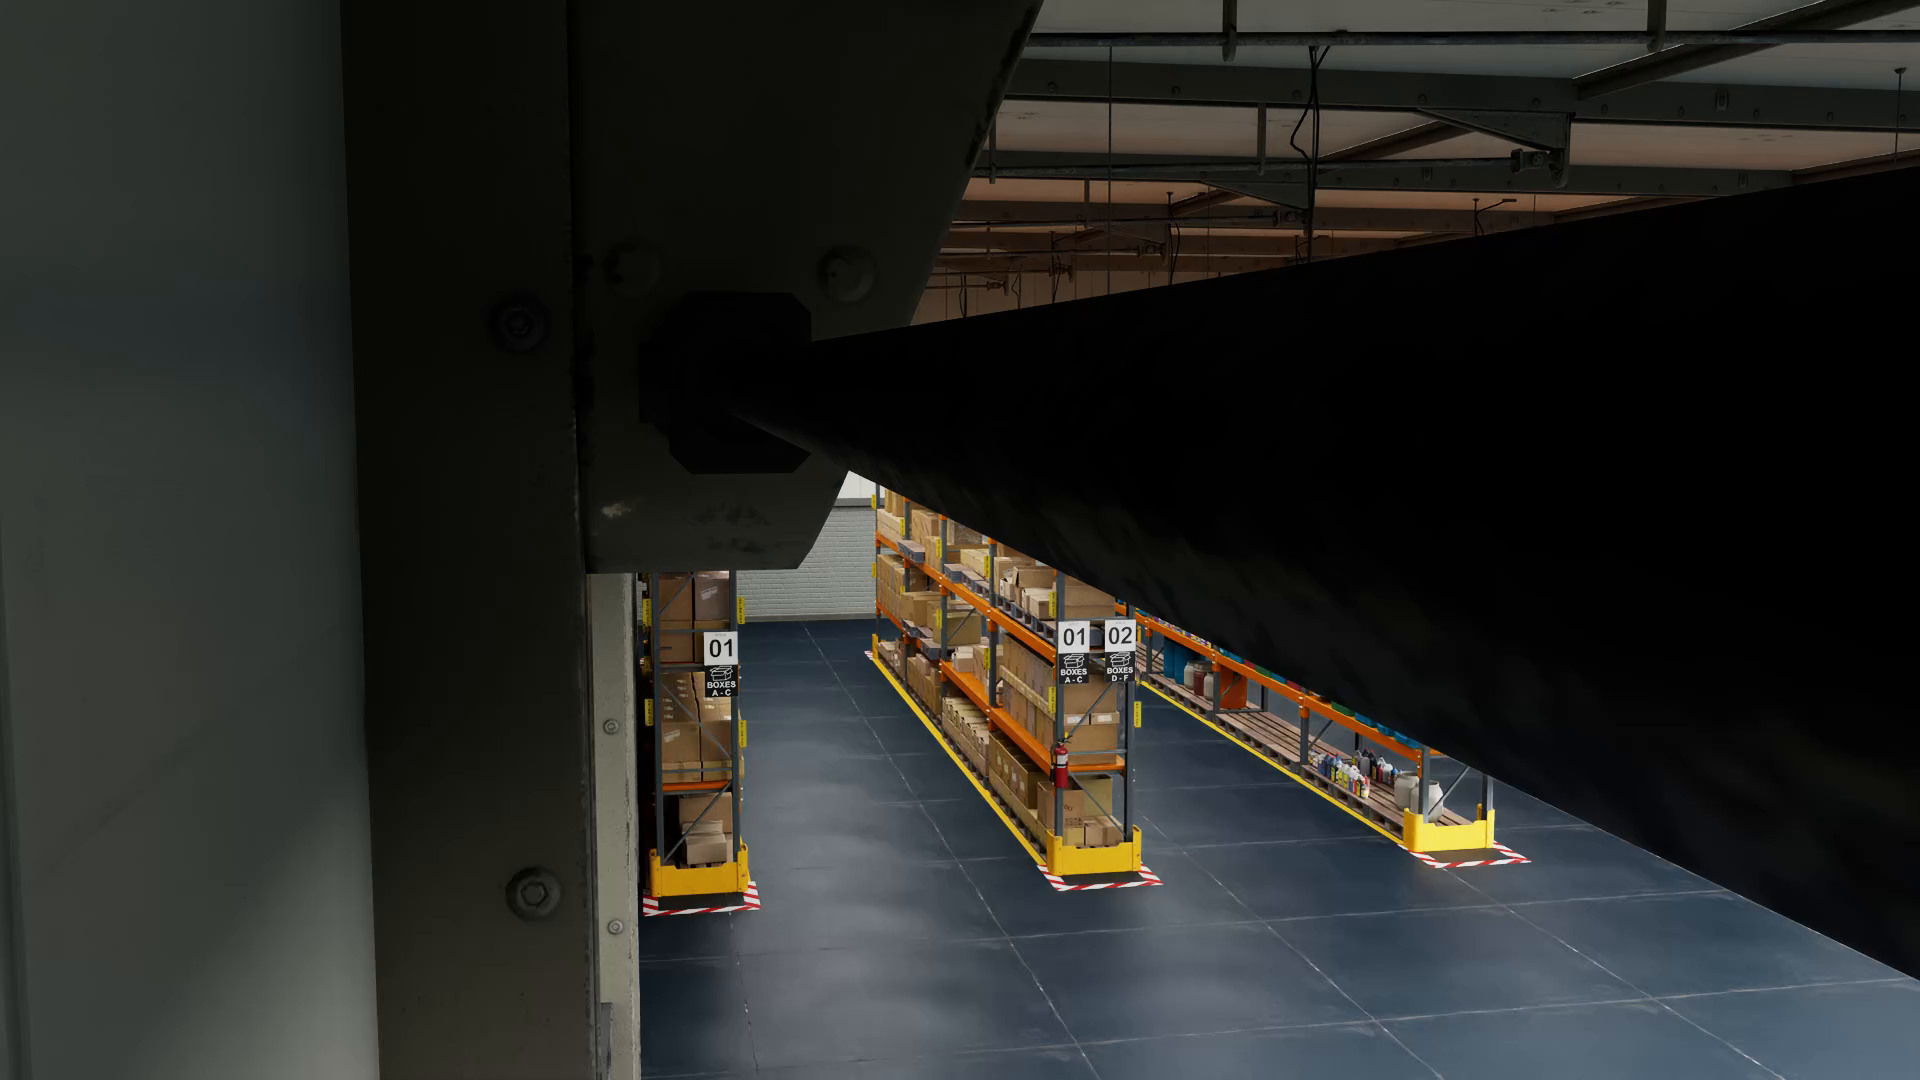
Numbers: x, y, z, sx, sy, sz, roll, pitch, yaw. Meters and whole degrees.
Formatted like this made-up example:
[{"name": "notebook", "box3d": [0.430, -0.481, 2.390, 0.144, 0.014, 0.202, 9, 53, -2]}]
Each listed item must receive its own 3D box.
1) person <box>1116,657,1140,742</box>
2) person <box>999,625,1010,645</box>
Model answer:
[{"name": "person", "box3d": [2.792, 2.672, 28.550, 0.539, 1.532, 0.815, -3, 6, -25]}, {"name": "person", "box3d": [0.927, 1.915, 35.018, 0.563, 1.655, 0.589, -2, 6, -19]}]
